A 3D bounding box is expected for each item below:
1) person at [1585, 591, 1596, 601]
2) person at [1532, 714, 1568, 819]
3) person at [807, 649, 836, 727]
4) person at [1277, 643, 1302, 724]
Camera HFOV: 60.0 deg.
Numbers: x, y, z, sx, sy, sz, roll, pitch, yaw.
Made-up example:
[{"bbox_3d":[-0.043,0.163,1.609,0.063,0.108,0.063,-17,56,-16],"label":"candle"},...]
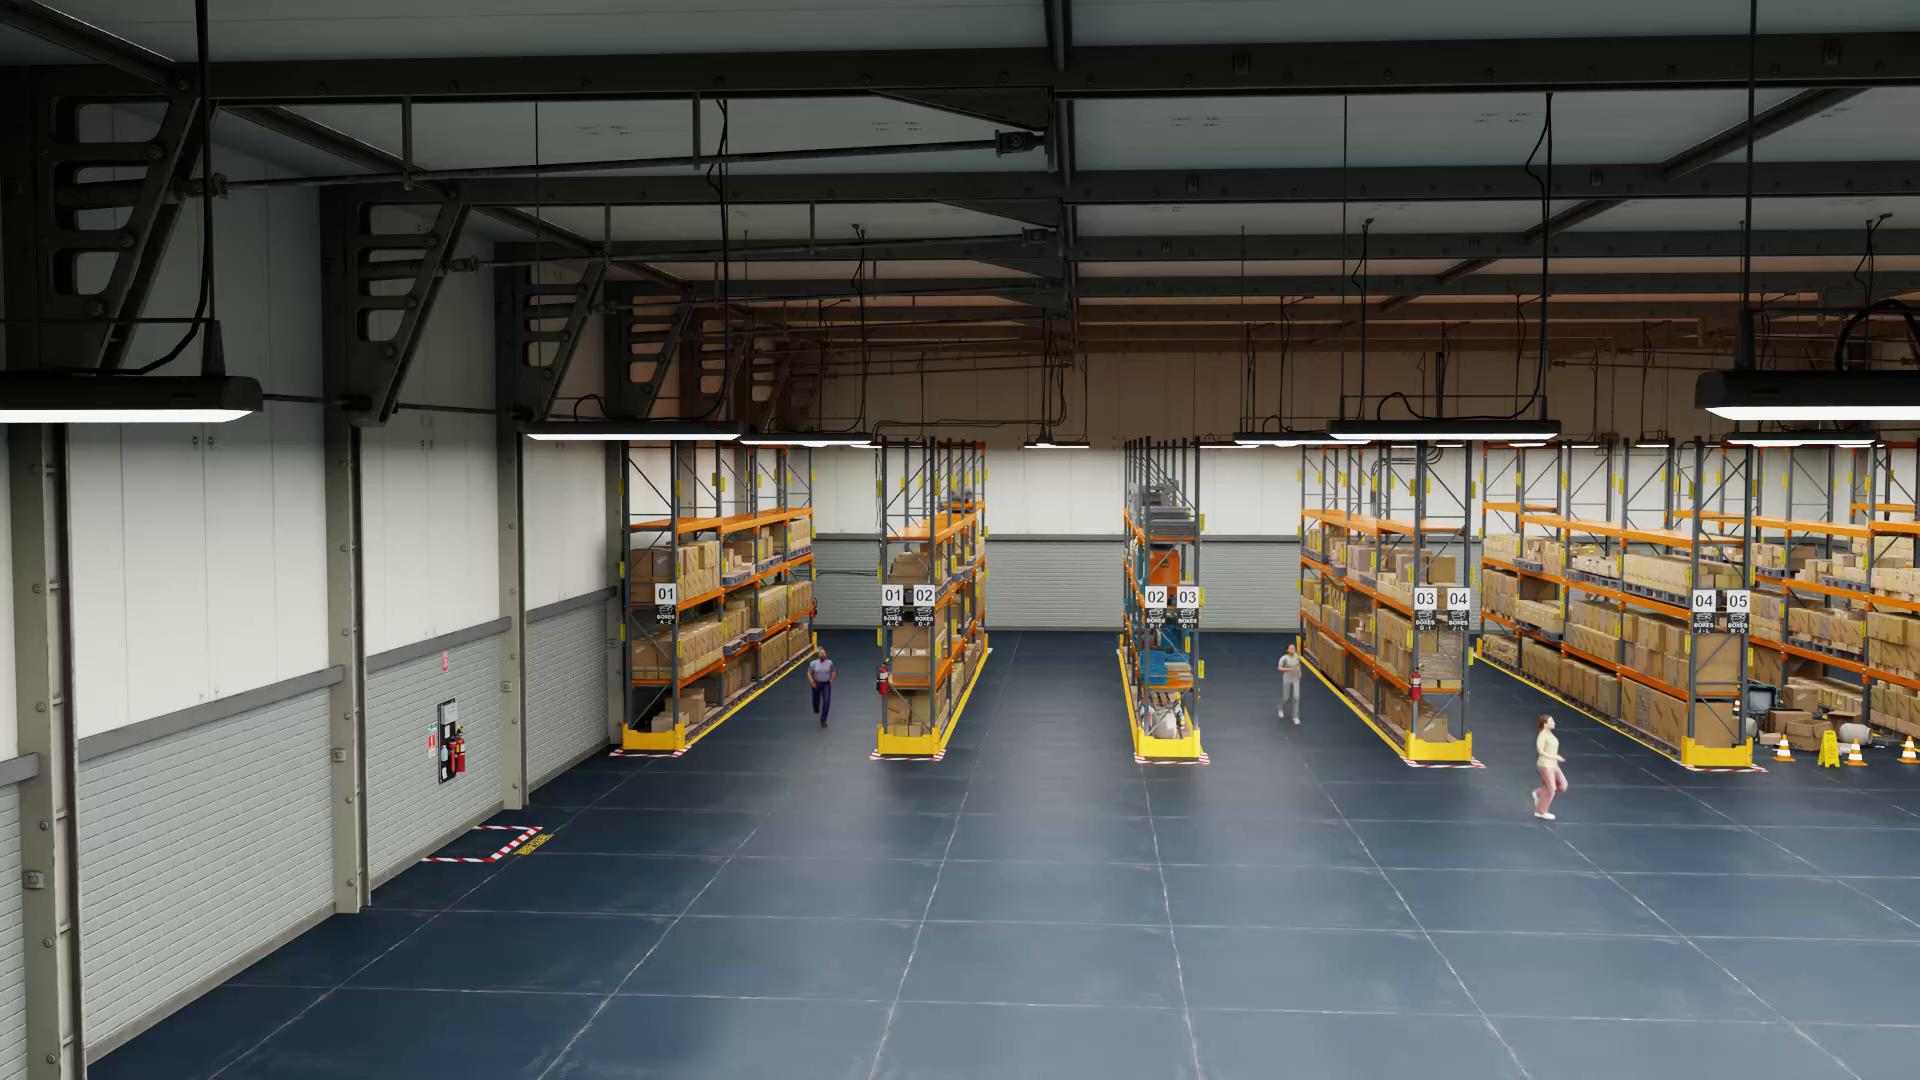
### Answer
[{"bbox_3d":[18.069,2.300,47.431,0.854,1.812,0.689,1,3,12],"label":"person"},{"bbox_3d":[9.166,3.523,25.893,0.542,1.631,0.576,2,4,37],"label":"person"},{"bbox_3d":[-2.891,3.086,34.844,0.606,1.611,0.806,0,3,-6],"label":"person"},{"bbox_3d":[6.953,2.987,35.024,0.597,1.658,0.926,-1,3,-13],"label":"person"}]
